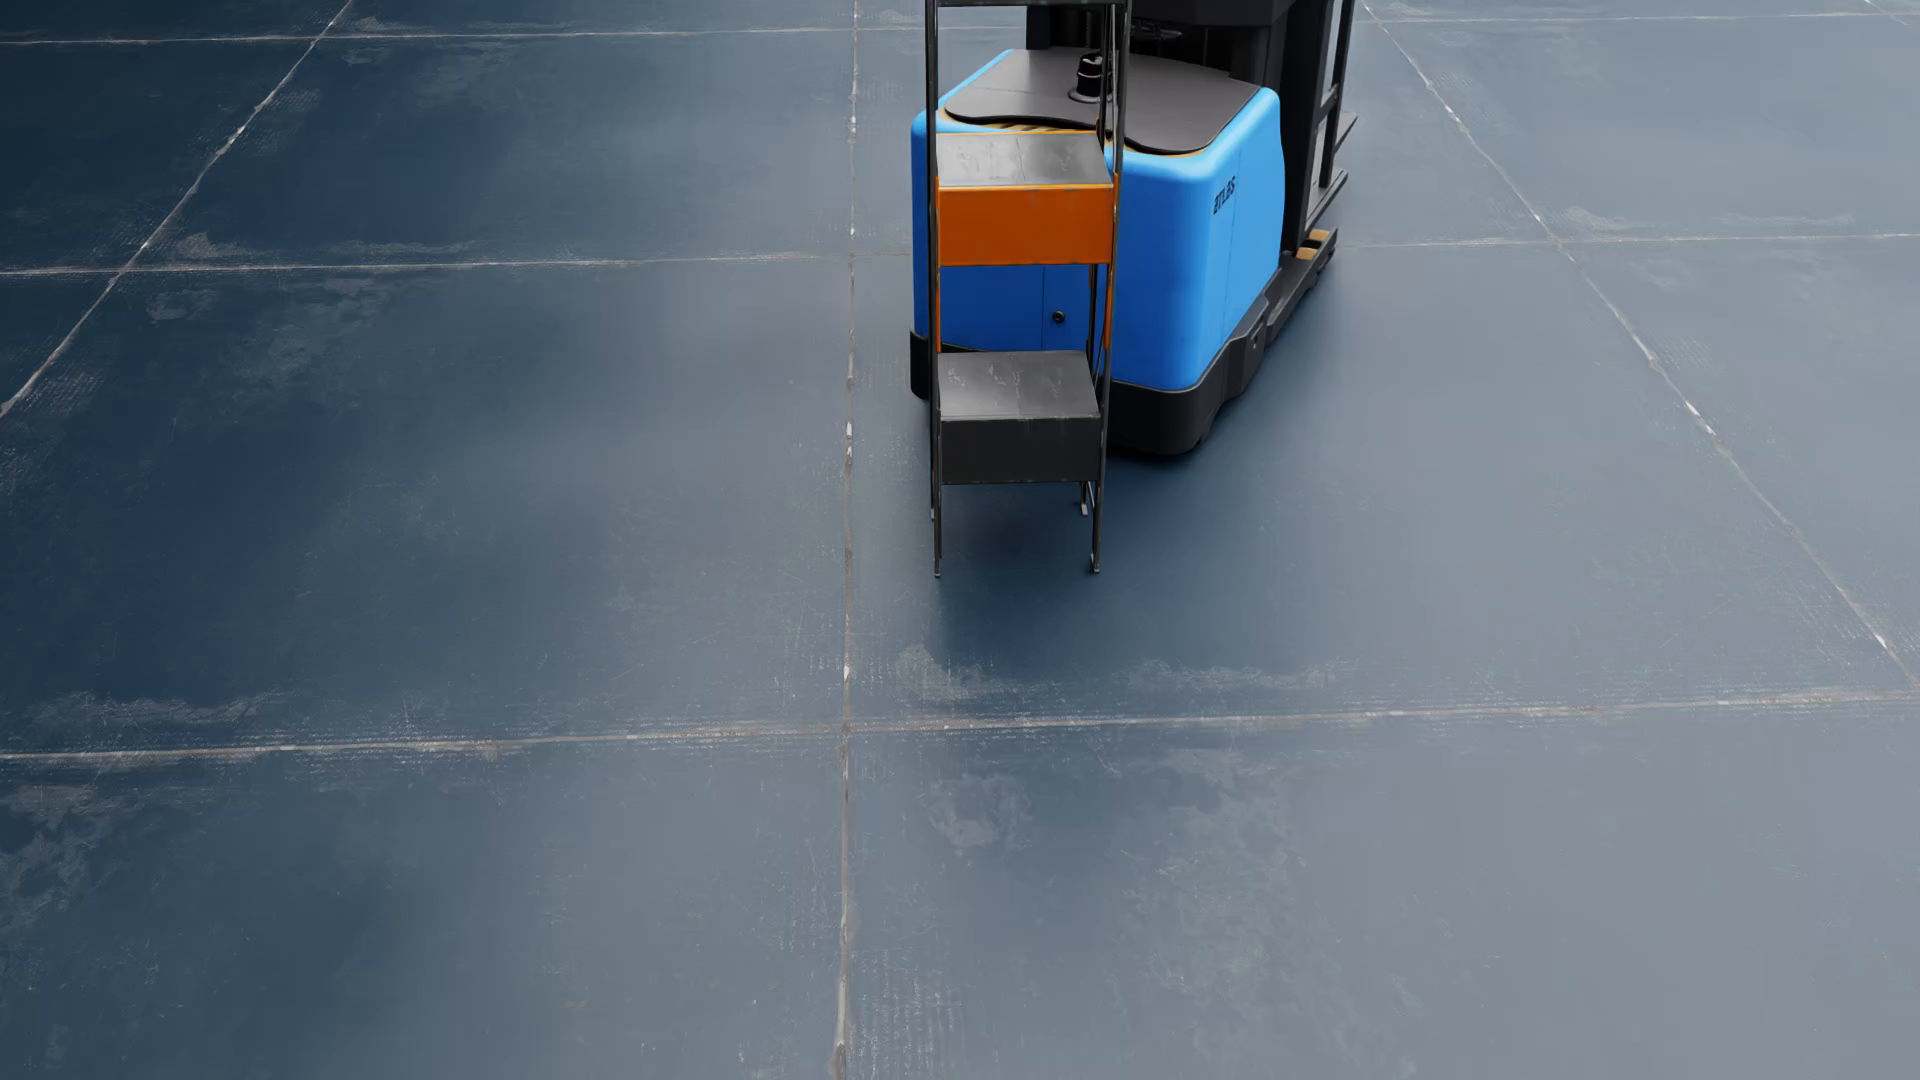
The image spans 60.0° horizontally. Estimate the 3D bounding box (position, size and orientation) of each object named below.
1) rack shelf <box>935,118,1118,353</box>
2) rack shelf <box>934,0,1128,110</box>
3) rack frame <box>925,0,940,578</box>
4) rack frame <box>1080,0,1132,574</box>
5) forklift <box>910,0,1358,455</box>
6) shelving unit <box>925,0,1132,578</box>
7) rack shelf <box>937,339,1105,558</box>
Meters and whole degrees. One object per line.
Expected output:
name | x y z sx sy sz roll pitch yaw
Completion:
rack shelf | 0.165 -0.857 4.667 0.480 0.518 0.431 -2 35 -2
rack shelf | 0.165 -1.432 4.268 0.480 0.518 0.431 -2 35 -2
rack frame | -0.078 -0.861 4.649 0.015 2.100 0.400 -2 35 -2
rack frame | 0.409 -0.874 4.668 0.015 2.100 0.400 -2 35 -2
forklift | 0.904 -2.314 6.018 1.130 2.935 3.031 15 37 20
shelving unit | 0.165 -0.868 4.659 0.503 2.100 0.431 -2 35 -2
rack shelf | 0.165 -0.281 5.065 0.480 0.518 0.431 -2 35 -2
